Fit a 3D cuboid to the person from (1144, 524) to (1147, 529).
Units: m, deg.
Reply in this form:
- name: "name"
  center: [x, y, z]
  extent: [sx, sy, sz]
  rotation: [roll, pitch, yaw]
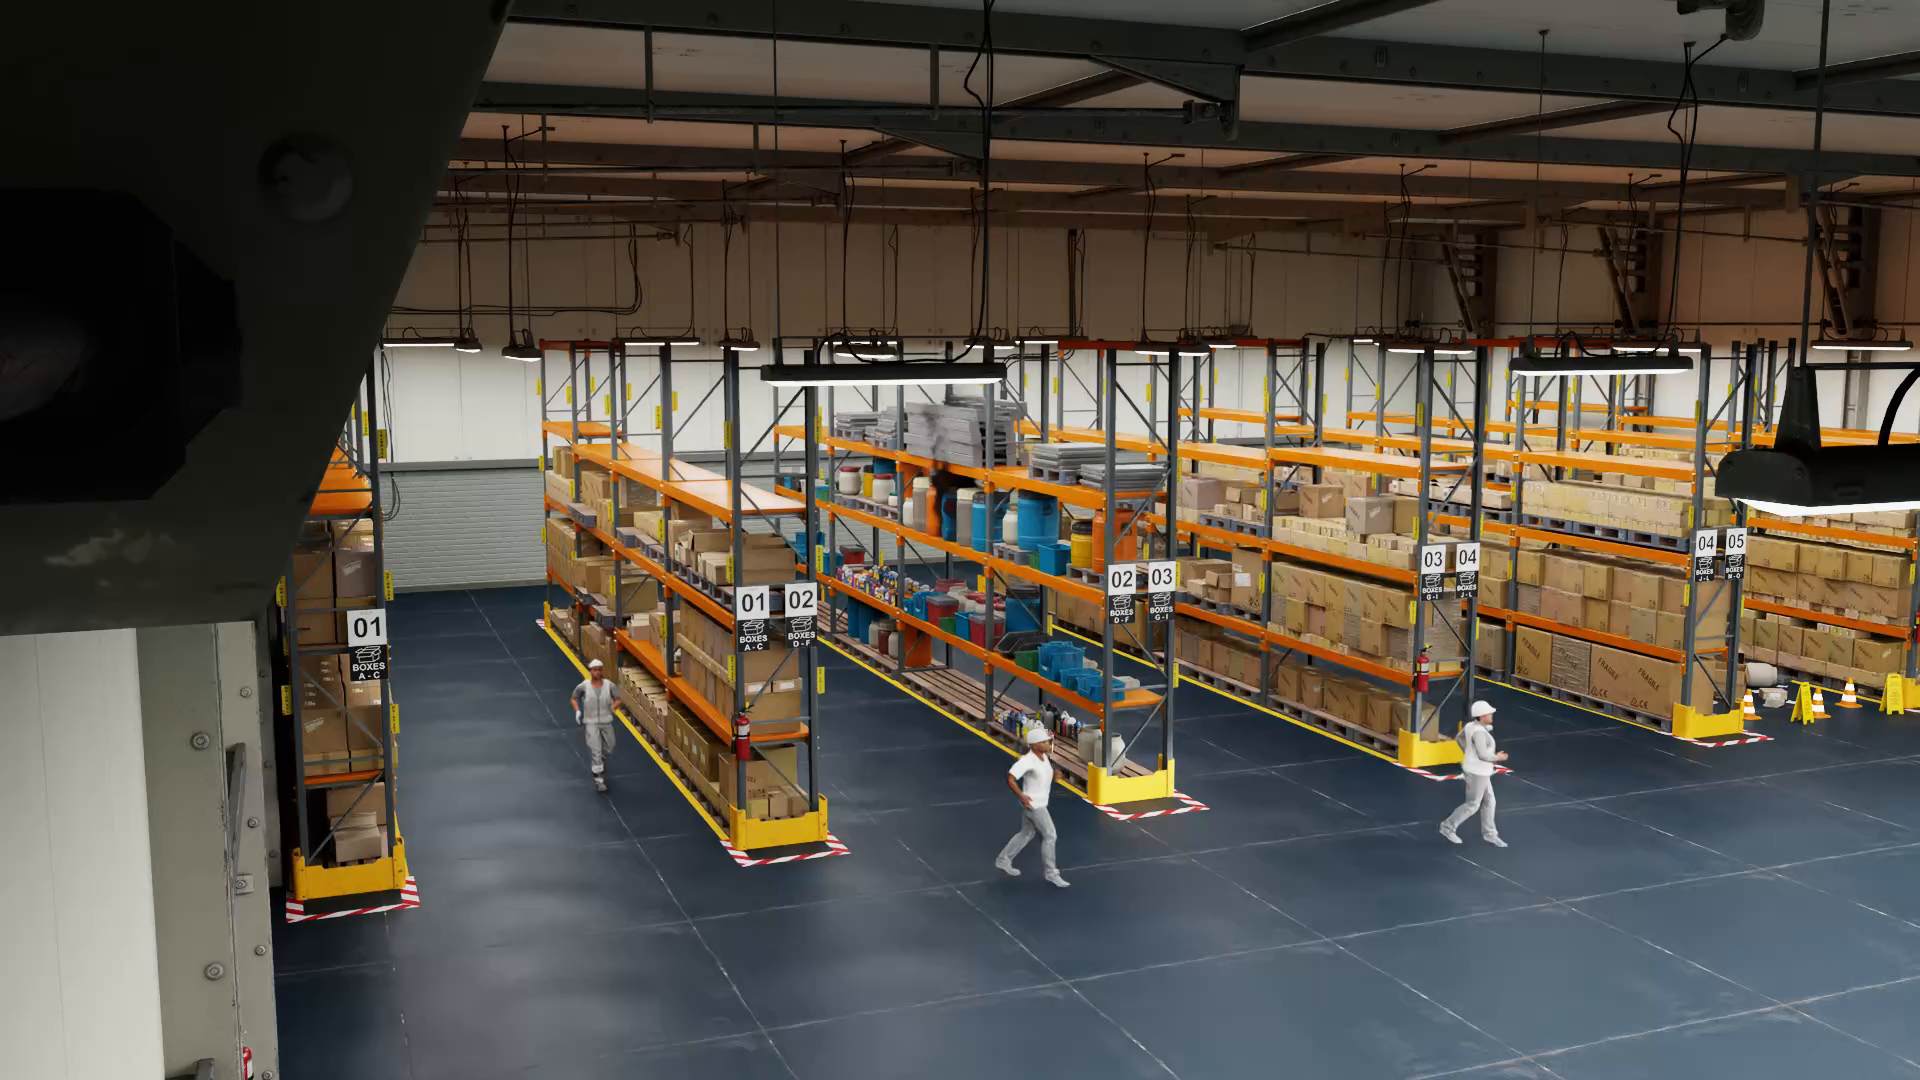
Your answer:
- name: "person"
  center: [4.291, 0.437, 38.954]
  extent: [0.720, 1.662, 0.682]
  rotation: [-1, 8, -11]

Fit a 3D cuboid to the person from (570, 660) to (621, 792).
- name: "person"
  center: [-4.964, 2.507, 22.770]
  extent: [0.669, 1.760, 0.868]
  rotation: [-3, 8, -22]

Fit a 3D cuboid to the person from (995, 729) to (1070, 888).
- name: "person"
  center: [0.830, 3.015, 18.851]
  extent: [0.865, 1.811, 0.671]
  rotation: [1, 7, 8]

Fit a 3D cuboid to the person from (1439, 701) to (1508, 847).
- name: "person"
  center: [6.246, 2.841, 20.149]
  extent: [0.830, 1.820, 0.672]
  rotation: [1, 8, 10]
